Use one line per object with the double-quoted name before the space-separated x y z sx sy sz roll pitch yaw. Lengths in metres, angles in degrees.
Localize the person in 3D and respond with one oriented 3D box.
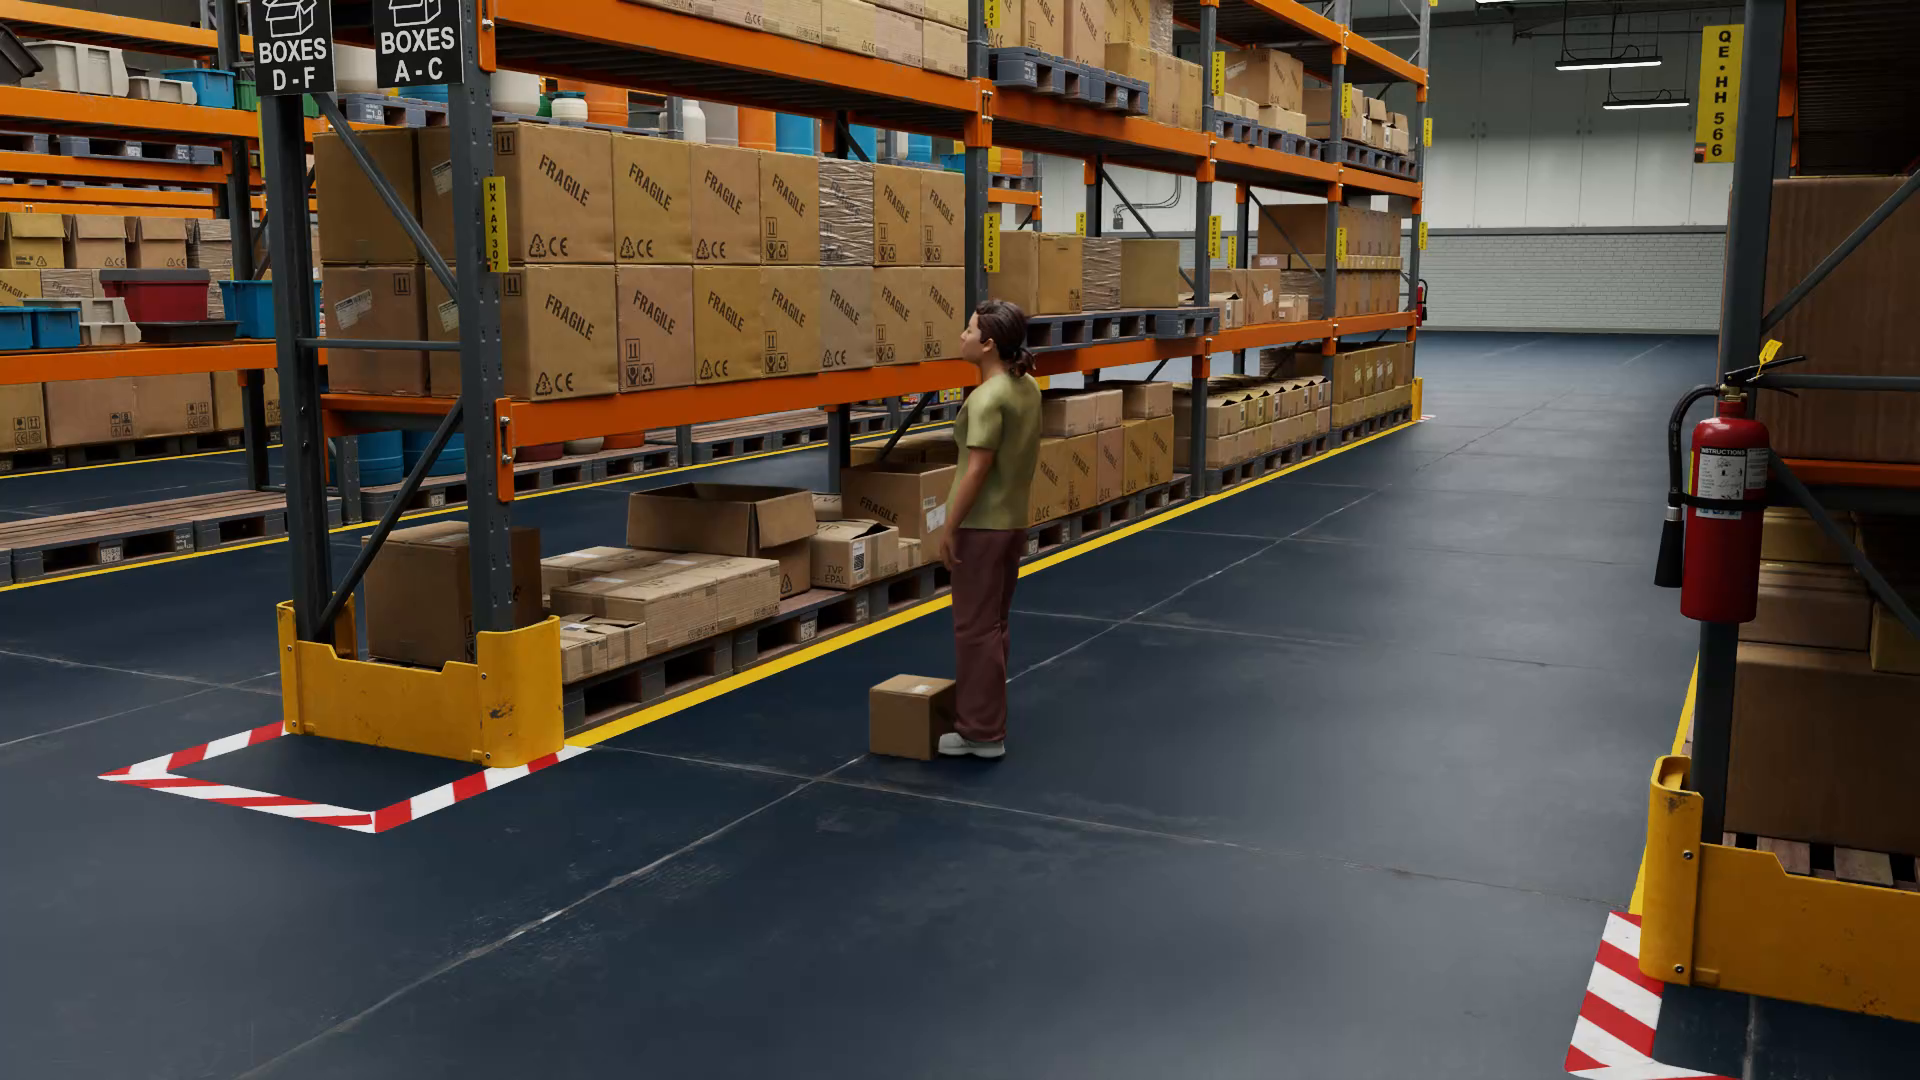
"person" 0.037 -0.037 6.049 0.549 1.674 0.551 5 10 26
